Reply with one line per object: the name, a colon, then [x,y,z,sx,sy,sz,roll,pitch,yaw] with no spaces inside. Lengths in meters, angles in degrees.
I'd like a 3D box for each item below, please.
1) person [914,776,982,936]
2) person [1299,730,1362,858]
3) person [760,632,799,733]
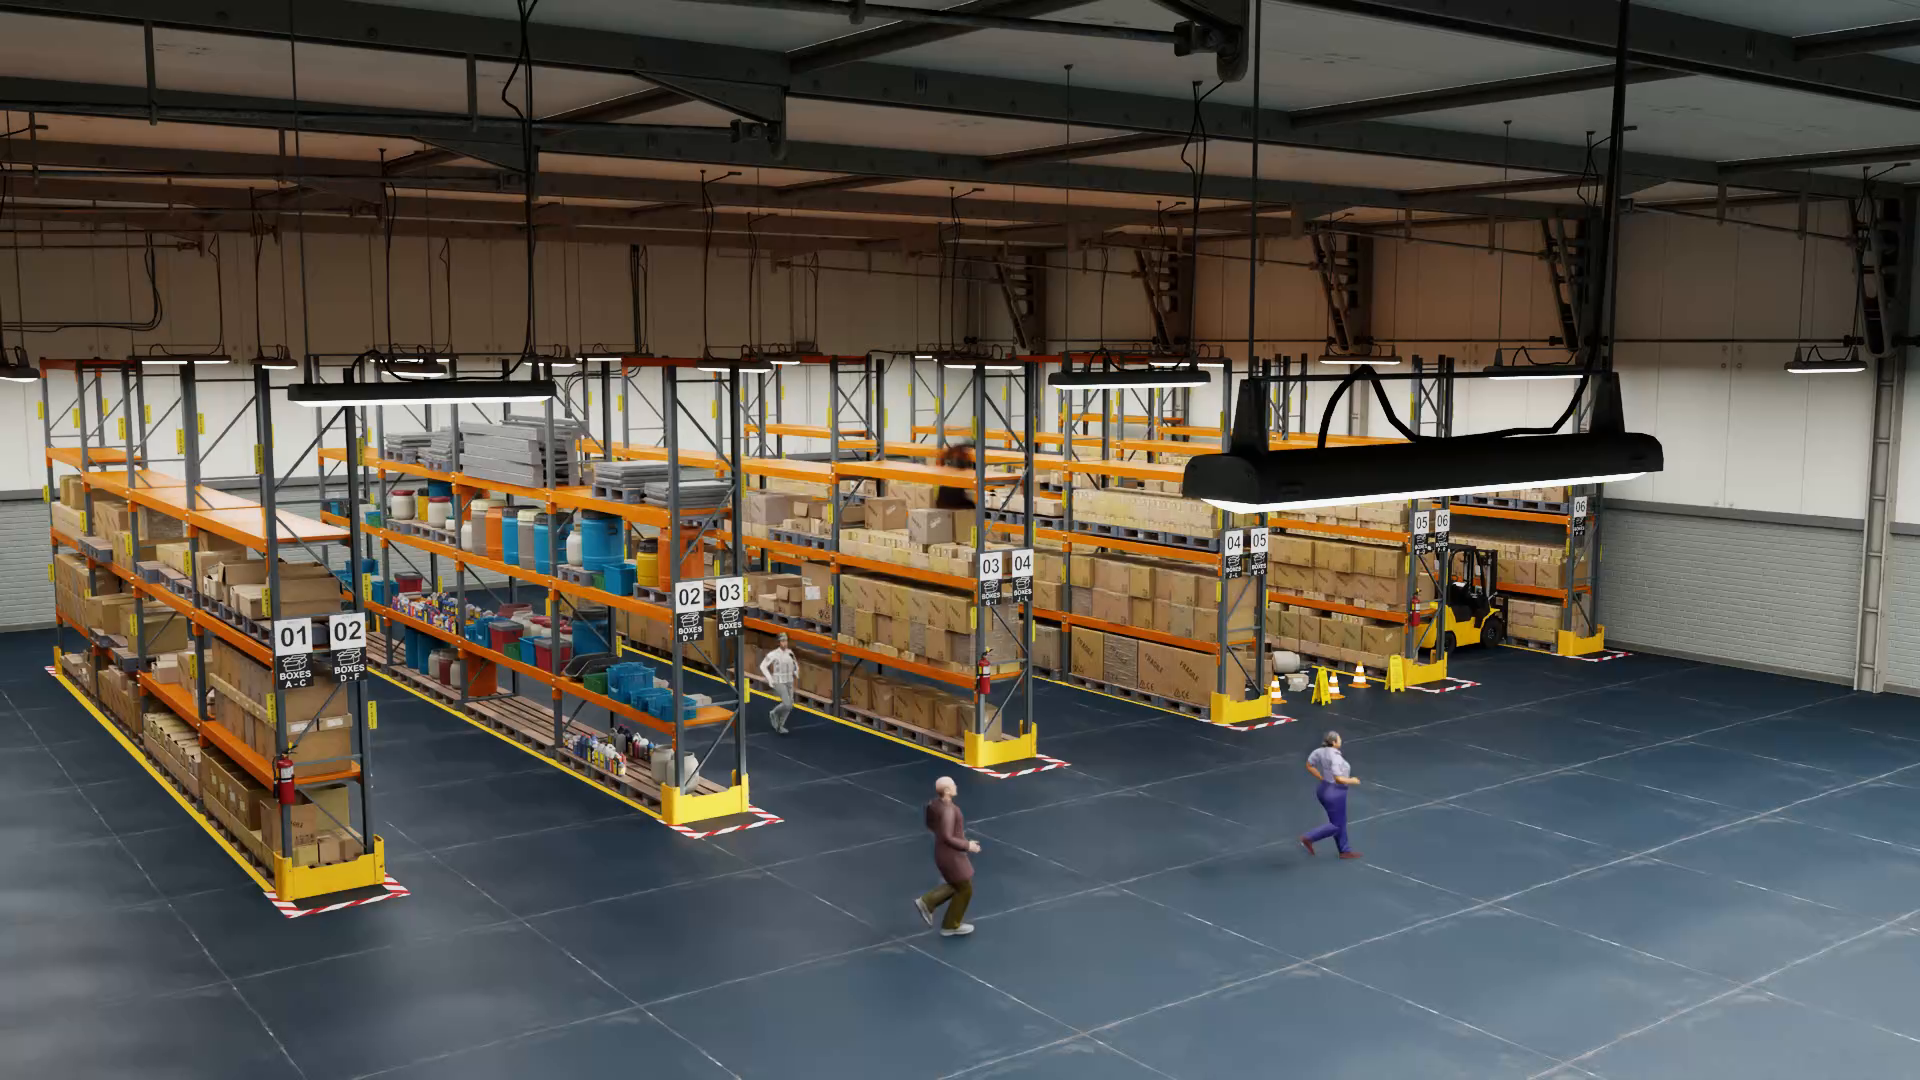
person: [-0.141,3.356,17.670,0.668,1.724,0.707,-2,7,-16]
person: [4.495,3.109,20.166,0.886,1.610,0.609,-2,7,-15]
person: [-2.817,2.302,26.747,0.614,1.651,0.547,-6,9,-42]
